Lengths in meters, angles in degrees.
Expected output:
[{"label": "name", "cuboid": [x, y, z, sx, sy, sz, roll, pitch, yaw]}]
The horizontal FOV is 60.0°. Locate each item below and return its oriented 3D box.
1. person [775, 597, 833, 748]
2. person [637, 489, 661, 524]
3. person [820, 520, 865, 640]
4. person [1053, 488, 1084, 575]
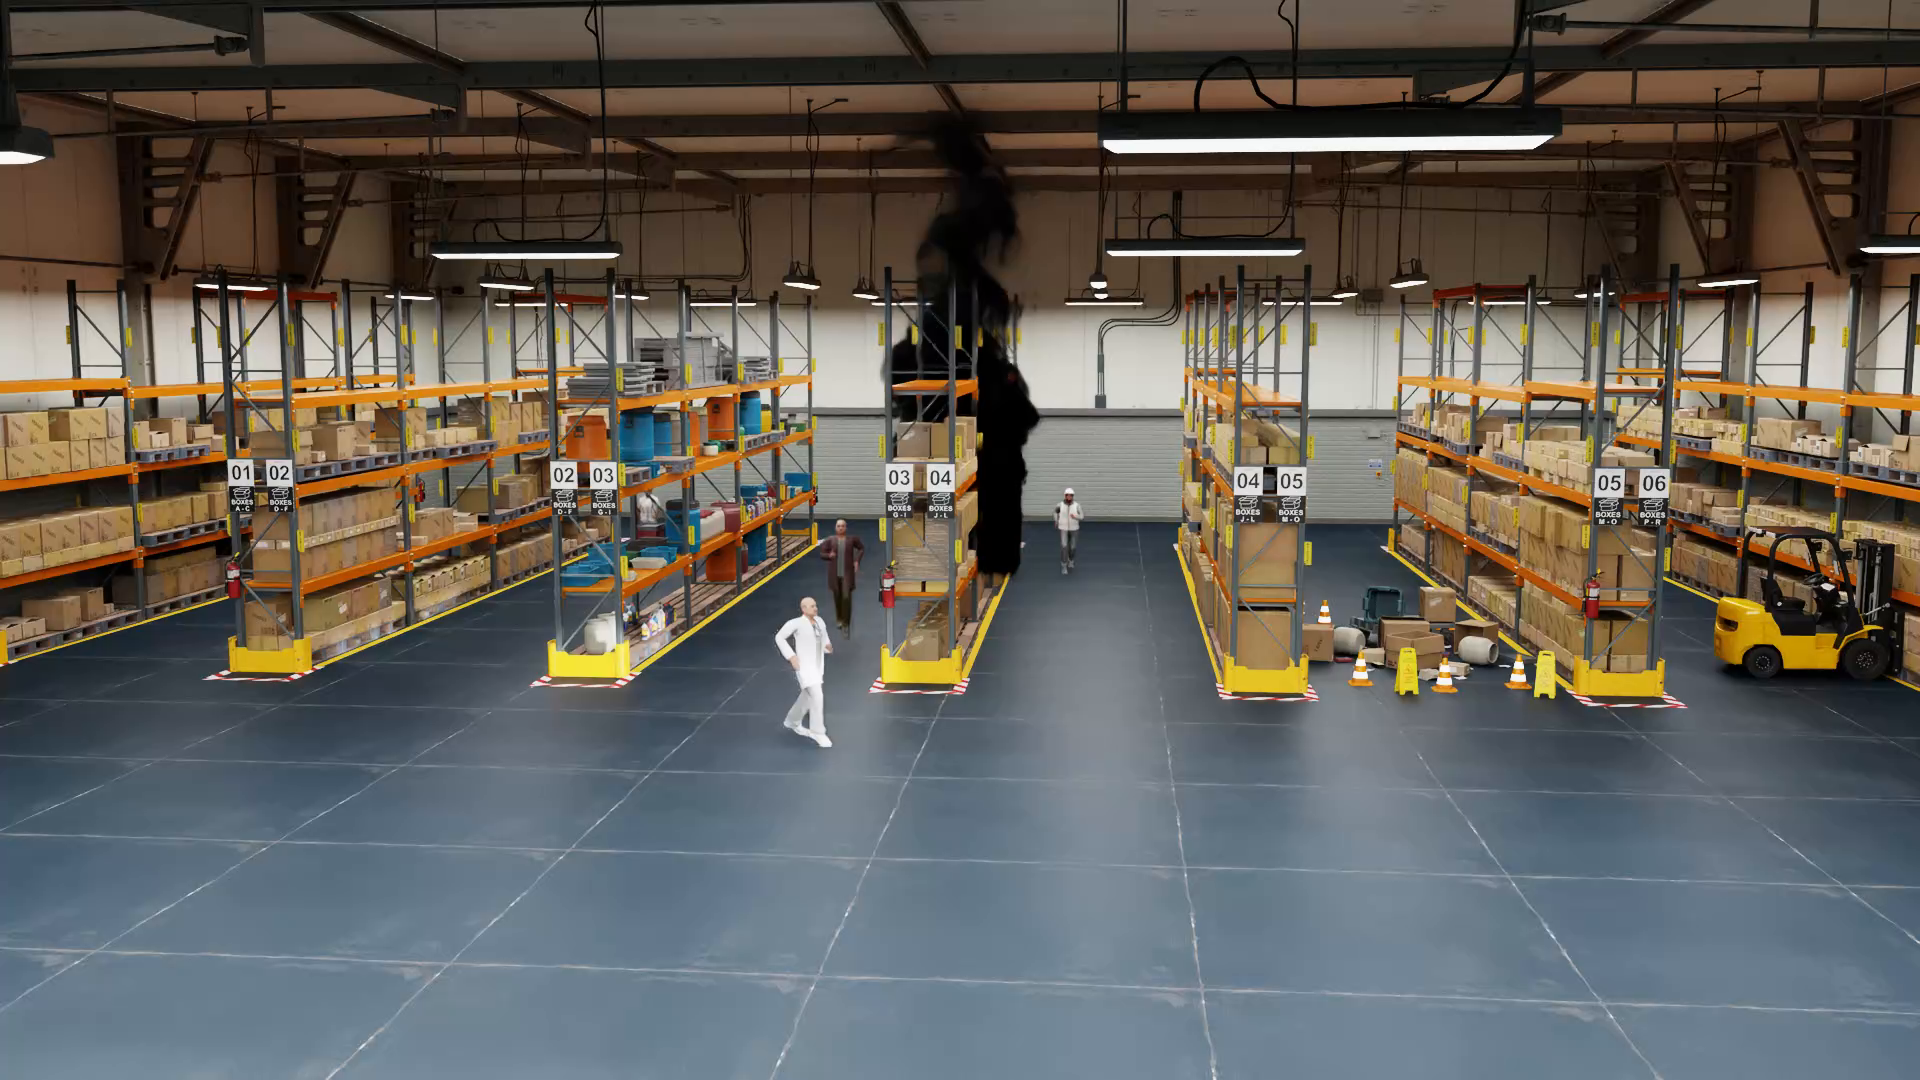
[{"label": "person", "cuboid": [-1.888, 1.663, 20.625, 0.840, 1.752, 0.719, 4, 8, 32]}, {"label": "person", "cuboid": [-7.160, -0.459, 38.224, 0.562, 1.655, 0.561, -1, 7, -5]}, {"label": "person", "cuboid": [-1.896, 0.622, 26.653, 0.685, 1.903, 0.770, 0, 7, 3]}, {"label": "person", "cuboid": [2.317, -0.199, 35.515, 0.636, 1.815, 0.850, 0, 7, 0]}]
